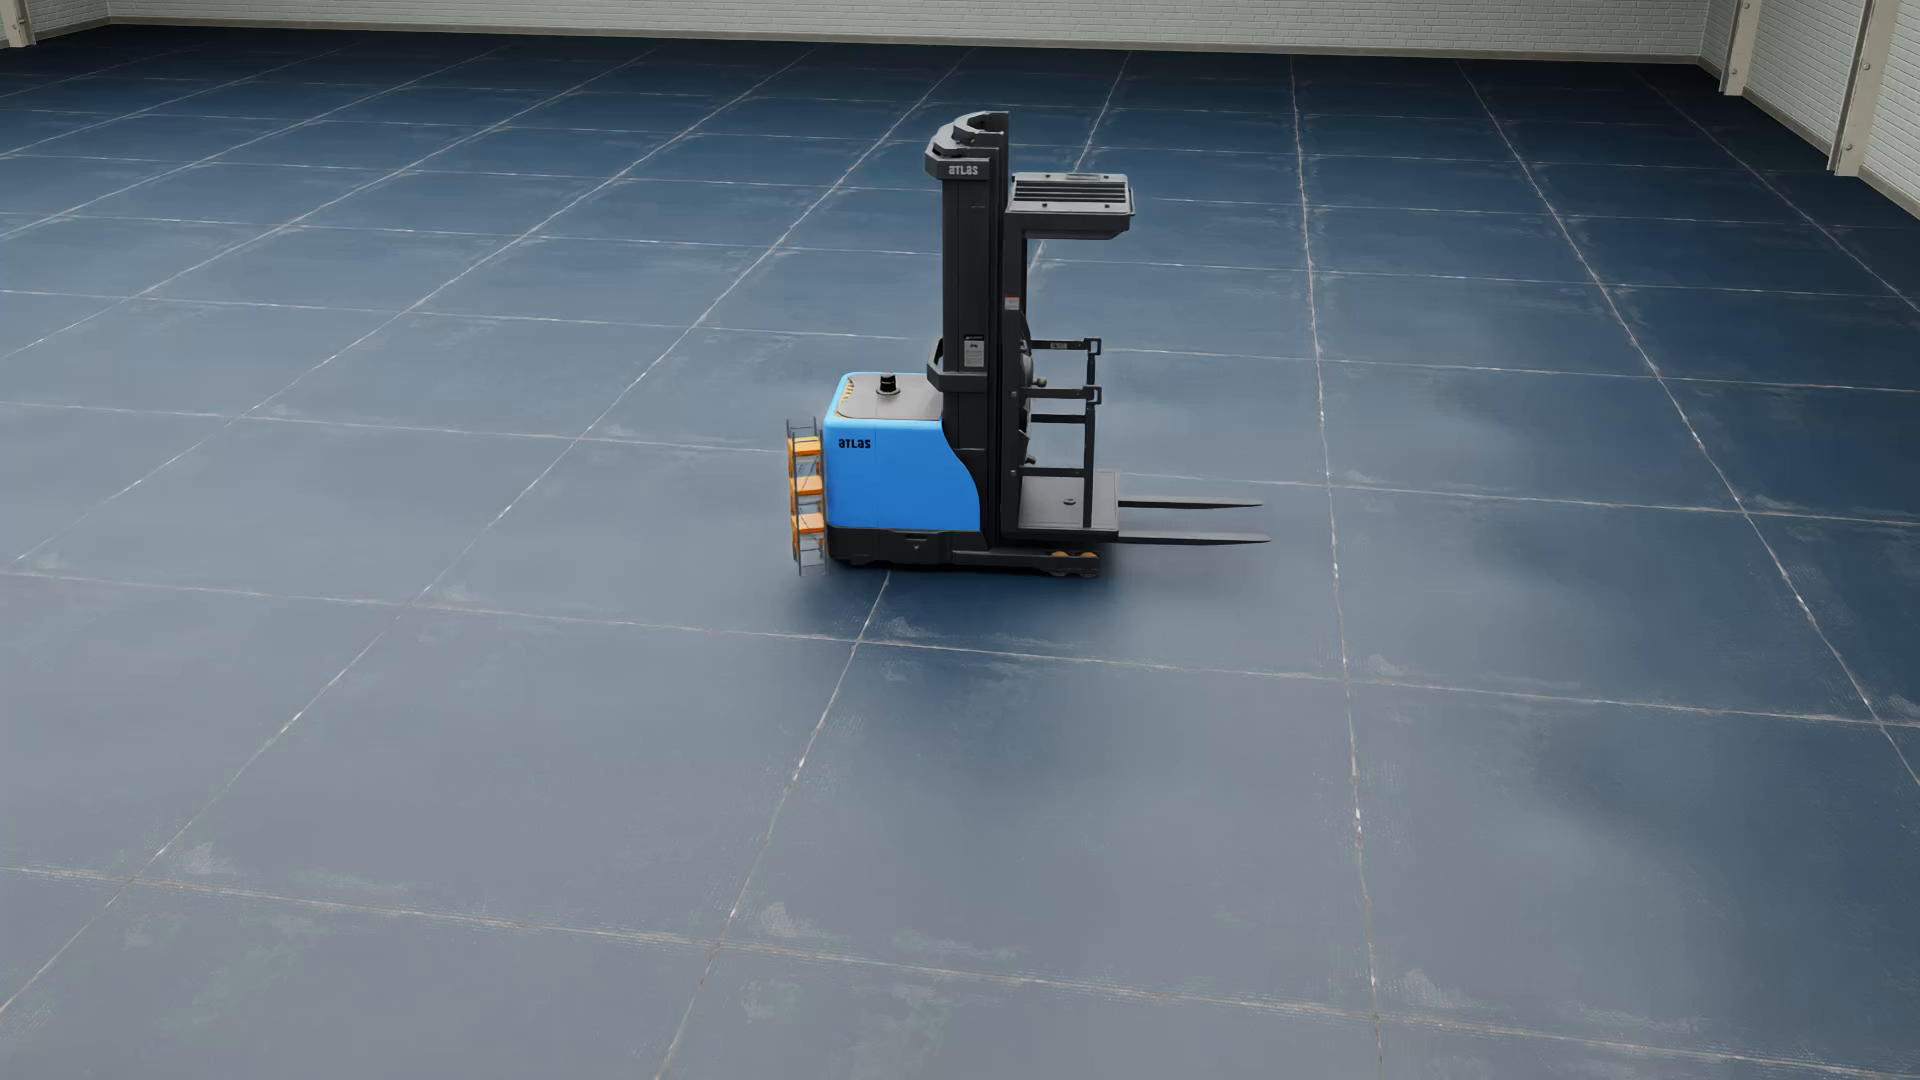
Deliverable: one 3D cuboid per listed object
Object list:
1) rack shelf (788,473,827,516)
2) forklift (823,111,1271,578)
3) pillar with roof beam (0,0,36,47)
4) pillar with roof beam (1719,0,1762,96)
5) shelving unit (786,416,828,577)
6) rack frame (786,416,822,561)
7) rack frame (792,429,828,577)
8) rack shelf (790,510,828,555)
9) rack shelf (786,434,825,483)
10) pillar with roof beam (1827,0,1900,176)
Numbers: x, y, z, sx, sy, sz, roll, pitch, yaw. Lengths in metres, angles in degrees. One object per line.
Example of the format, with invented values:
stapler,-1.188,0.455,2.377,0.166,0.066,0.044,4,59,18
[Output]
rack shelf,-1.025,-0.278,11.172,0.215,0.259,0.240,-6,26,-13
forklift,0.622,-1.308,11.131,3.031,2.935,1.130,2,25,4
pillar with roof beam,-13.989,-13.399,29.806,9.100,9.000,0.400,4,25,9
pillar with roof beam,8.593,-11.813,26.418,9.100,9.000,0.400,4,25,9
shelving unit,-1.025,-0.288,11.167,0.215,1.050,0.252,-6,26,-13
rack frame,-1.054,-0.339,11.274,0.200,1.050,0.008,-6,26,-13
rack frame,-0.995,-0.237,11.060,0.200,1.050,0.008,-6,26,-13
rack shelf,-1.023,-0.027,11.291,0.215,0.259,0.240,-6,26,-13
rack shelf,-1.026,-0.534,11.050,0.215,0.259,0.240,-6,26,-13
pillar with roof beam,7.613,-9.304,21.057,9.100,9.000,0.400,4,25,9
